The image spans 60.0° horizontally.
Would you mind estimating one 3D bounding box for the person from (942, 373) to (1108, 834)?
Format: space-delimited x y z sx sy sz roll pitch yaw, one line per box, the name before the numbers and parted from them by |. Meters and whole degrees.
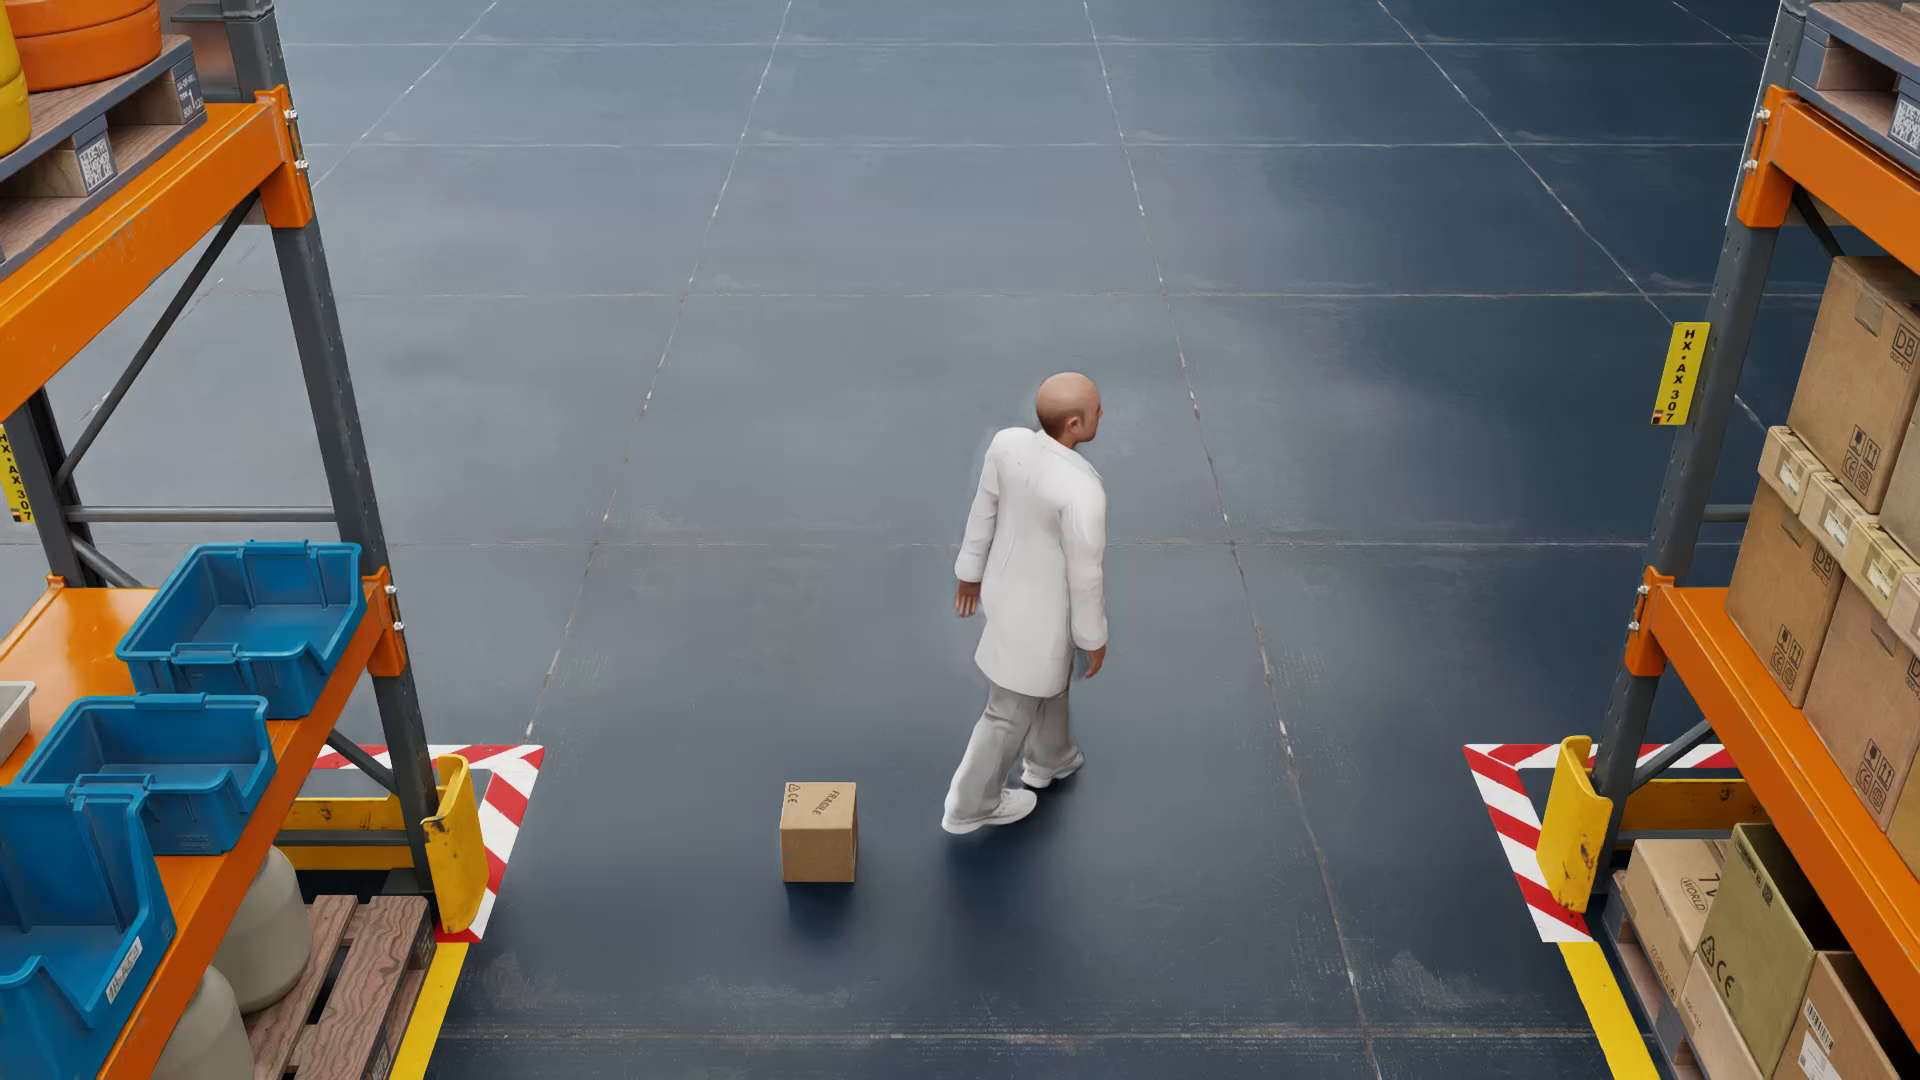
person | 0.253 0.265 5.736 0.702 1.818 0.615 -14 34 -22
